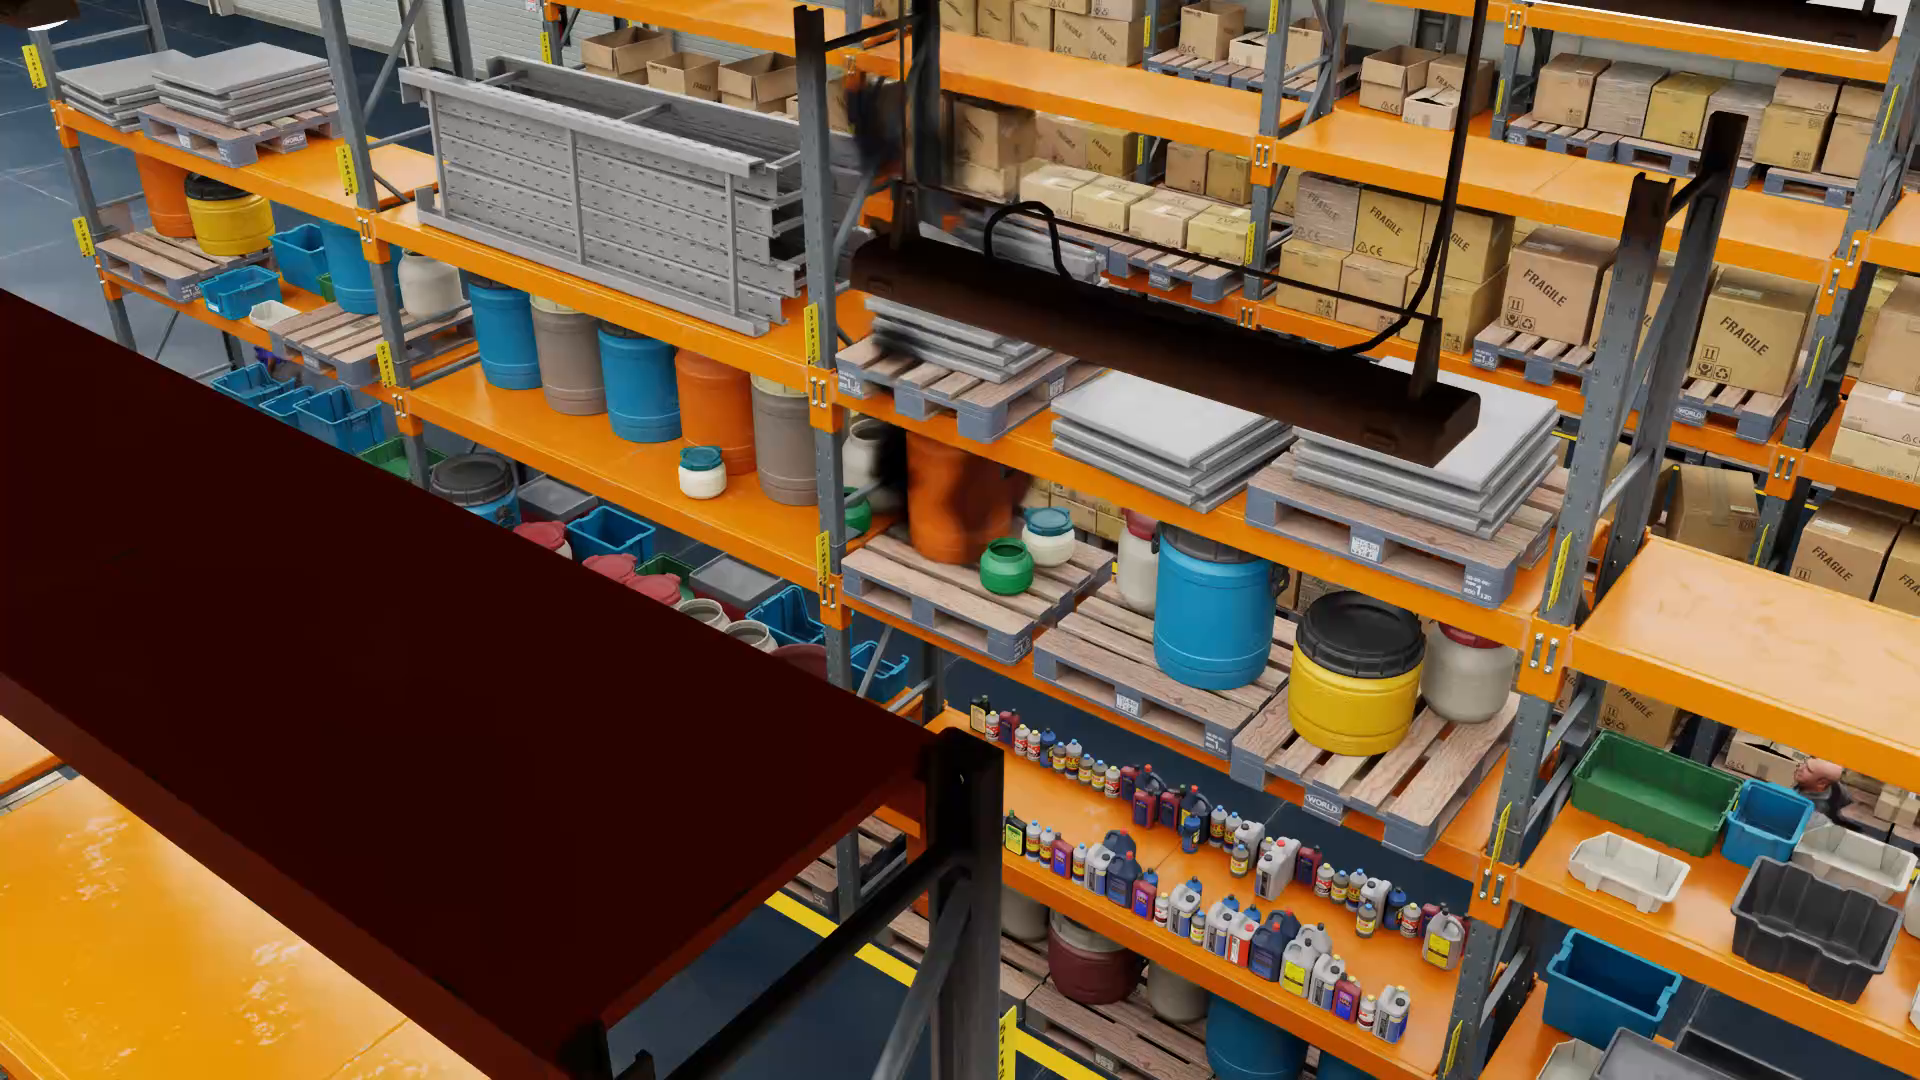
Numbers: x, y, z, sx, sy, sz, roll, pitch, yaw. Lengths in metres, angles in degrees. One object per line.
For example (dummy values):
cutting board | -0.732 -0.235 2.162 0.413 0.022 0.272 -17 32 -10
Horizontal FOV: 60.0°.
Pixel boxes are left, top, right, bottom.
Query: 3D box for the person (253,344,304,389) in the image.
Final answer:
person | -6.683 -1.579 16.319 0.623 1.669 0.645 7 32 11

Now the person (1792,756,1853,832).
person | 5.196 2.045 10.289 0.863 1.768 0.661 12 33 18
